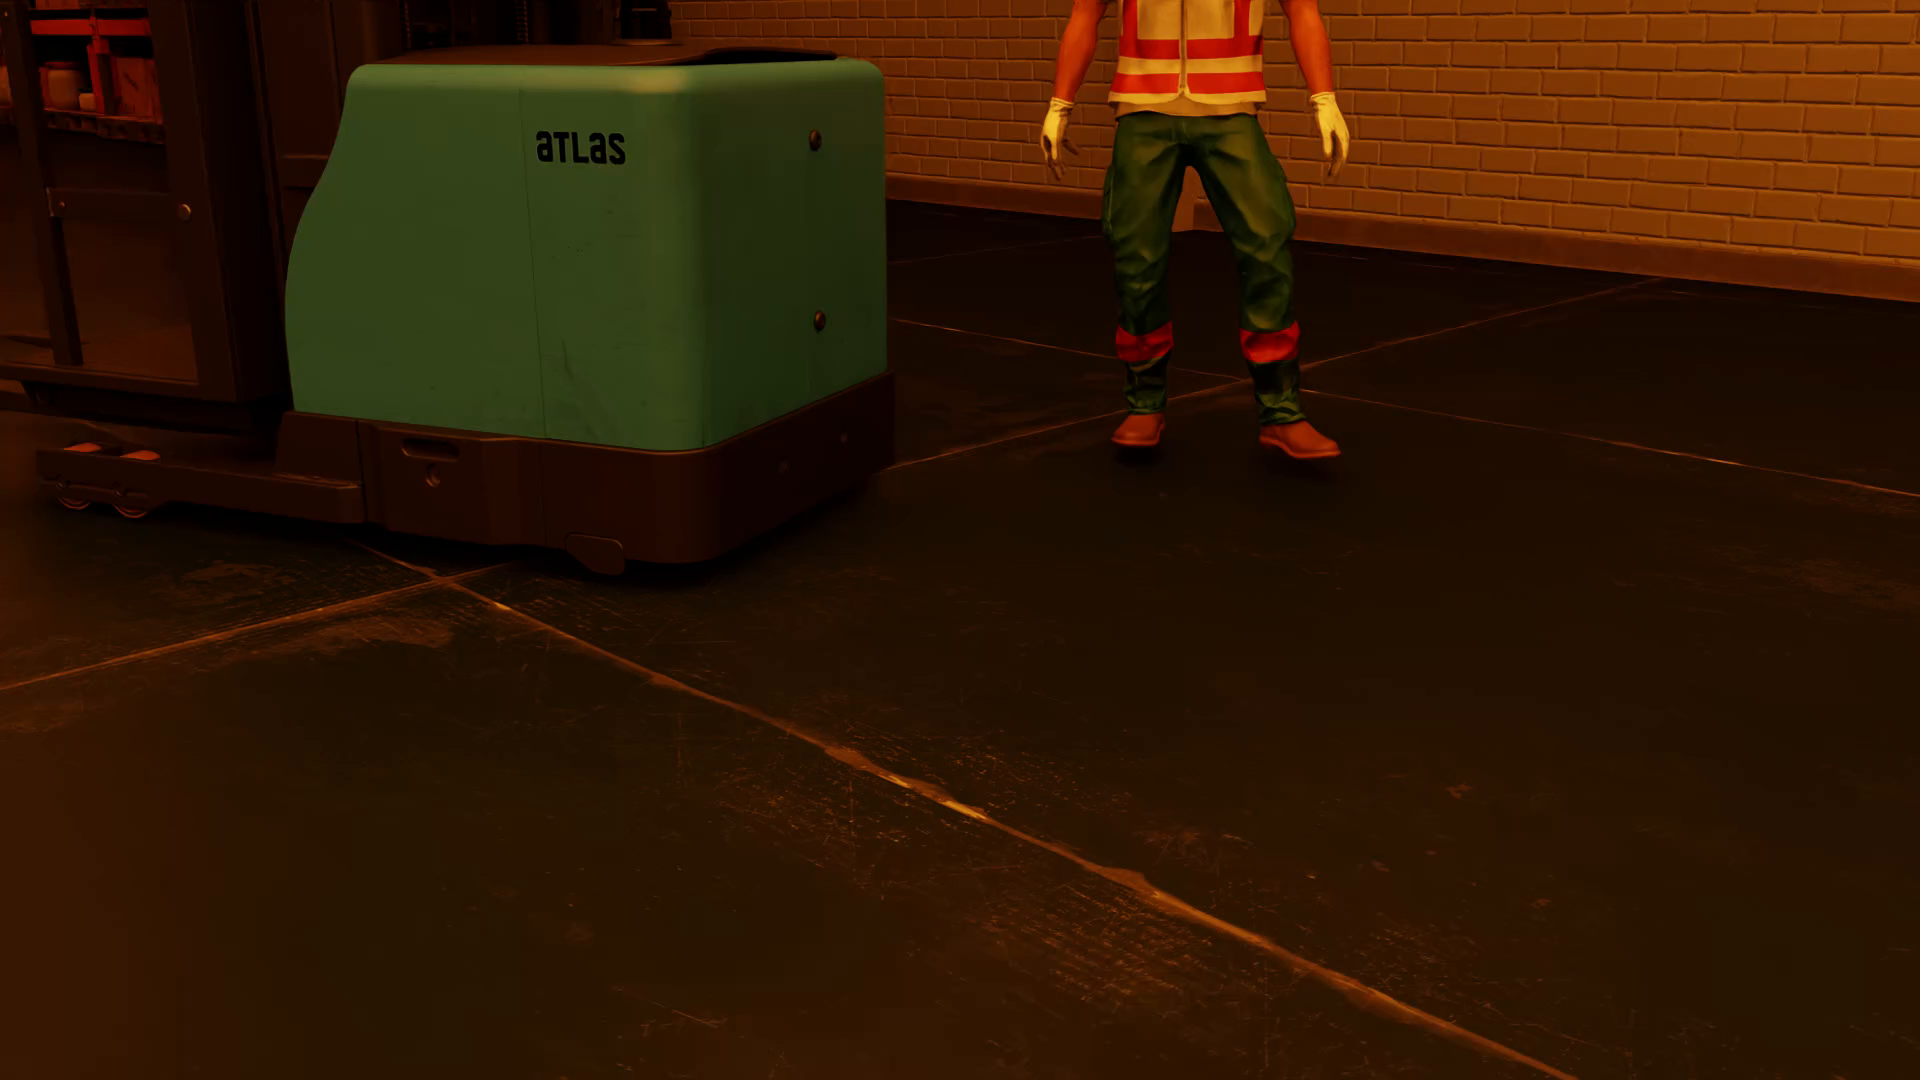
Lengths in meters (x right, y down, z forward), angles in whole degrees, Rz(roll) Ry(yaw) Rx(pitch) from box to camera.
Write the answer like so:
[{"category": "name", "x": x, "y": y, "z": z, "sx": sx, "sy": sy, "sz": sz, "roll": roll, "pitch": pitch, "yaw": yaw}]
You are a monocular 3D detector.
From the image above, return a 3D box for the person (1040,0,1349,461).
[{"category": "person", "x": 0.616, "y": -1.094, "z": 4.340, "sx": 0.849, "sy": 1.749, "sz": 0.430, "roll": 3, "pitch": 17, "yaw": 10}]

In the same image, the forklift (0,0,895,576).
[{"category": "forklift", "x": -1.735, "y": -1.587, "z": 4.067, "sx": 3.031, "sy": 2.935, "sz": 1.130, "roll": 7, "pitch": 19, "yaw": 22}]
